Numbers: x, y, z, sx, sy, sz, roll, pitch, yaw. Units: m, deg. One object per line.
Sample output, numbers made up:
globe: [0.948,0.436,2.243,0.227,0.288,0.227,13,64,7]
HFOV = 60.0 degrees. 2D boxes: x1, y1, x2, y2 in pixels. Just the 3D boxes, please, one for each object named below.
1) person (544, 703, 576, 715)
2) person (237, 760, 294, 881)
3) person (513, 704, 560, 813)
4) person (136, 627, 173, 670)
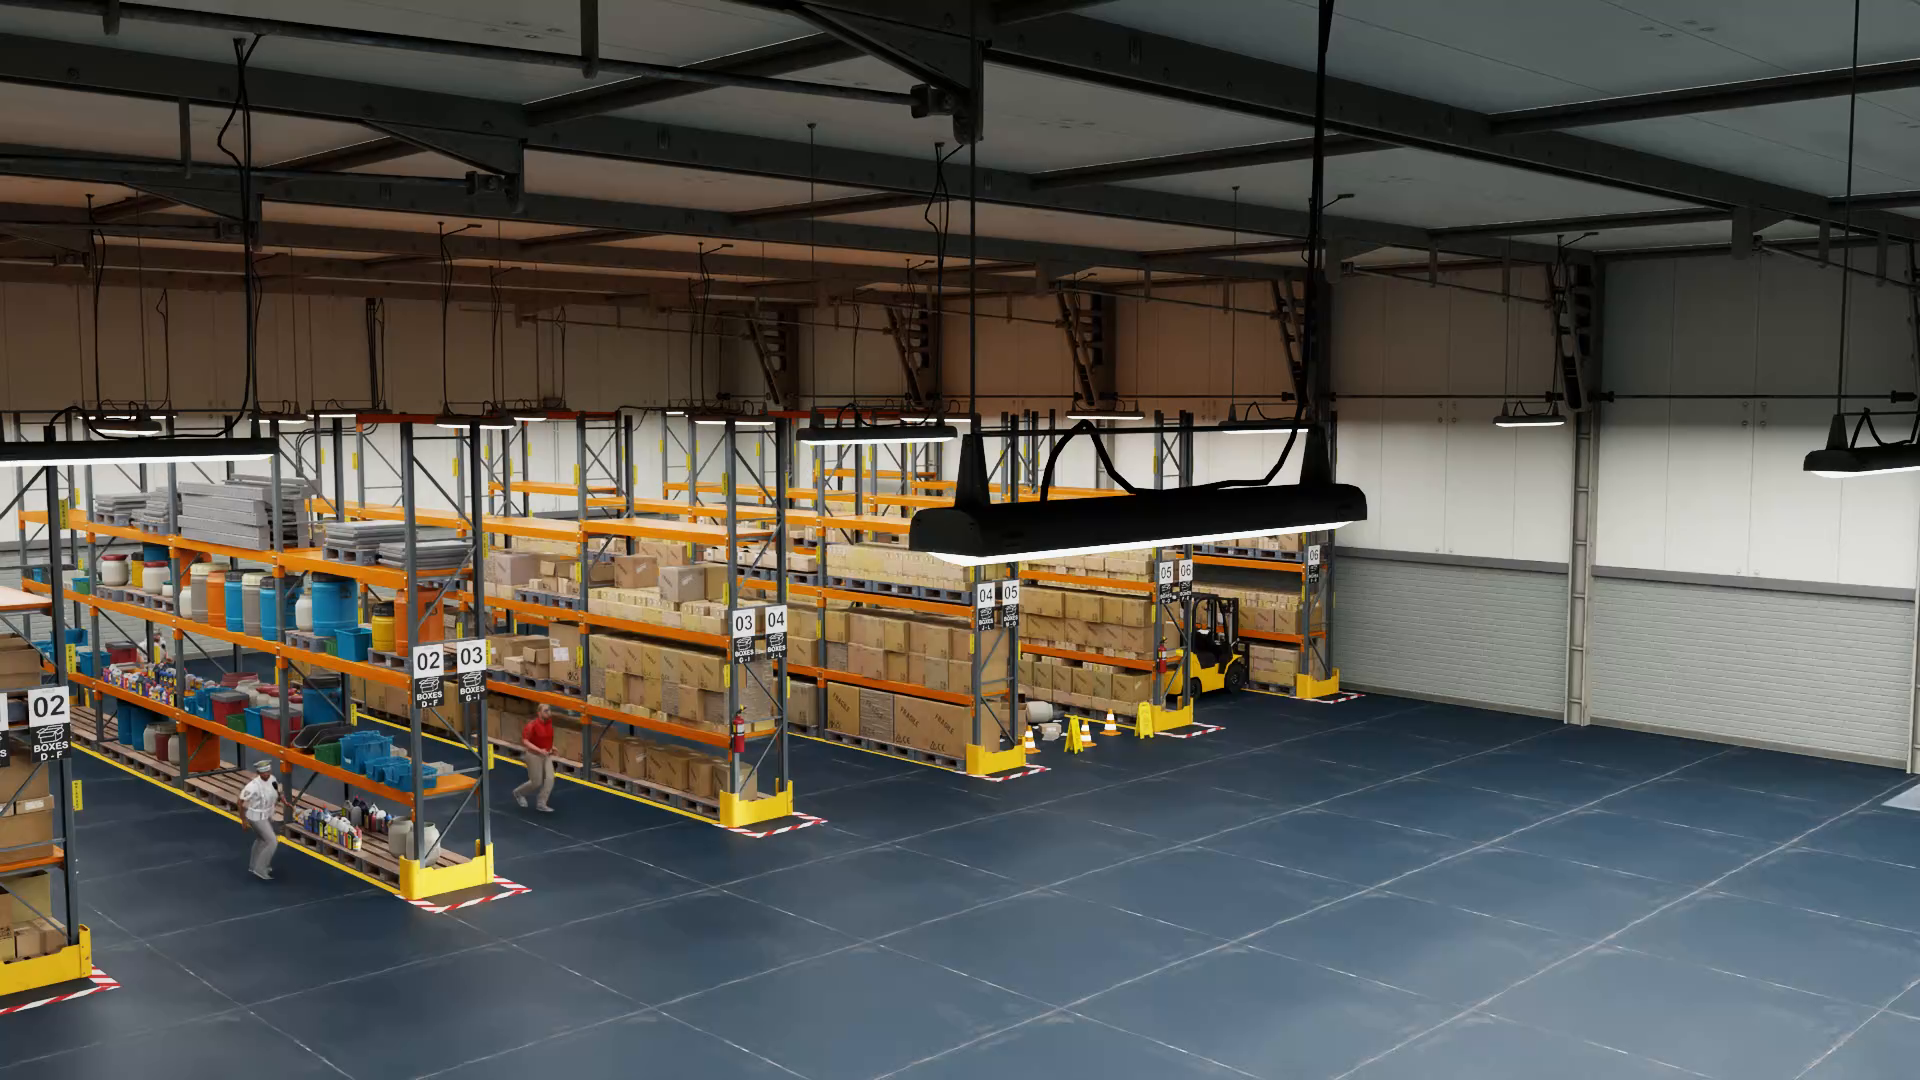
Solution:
person: [-7.994,2.630,33.251,1.038,1.718,0.736,4,6,39]
person: [-9.105,3.664,21.847,0.747,1.629,0.595,1,5,6]
person: [-6.460,3.309,25.334,0.775,1.677,0.659,3,6,31]
person: [-16.438,2.574,33.800,0.928,1.678,0.718,1,5,11]
